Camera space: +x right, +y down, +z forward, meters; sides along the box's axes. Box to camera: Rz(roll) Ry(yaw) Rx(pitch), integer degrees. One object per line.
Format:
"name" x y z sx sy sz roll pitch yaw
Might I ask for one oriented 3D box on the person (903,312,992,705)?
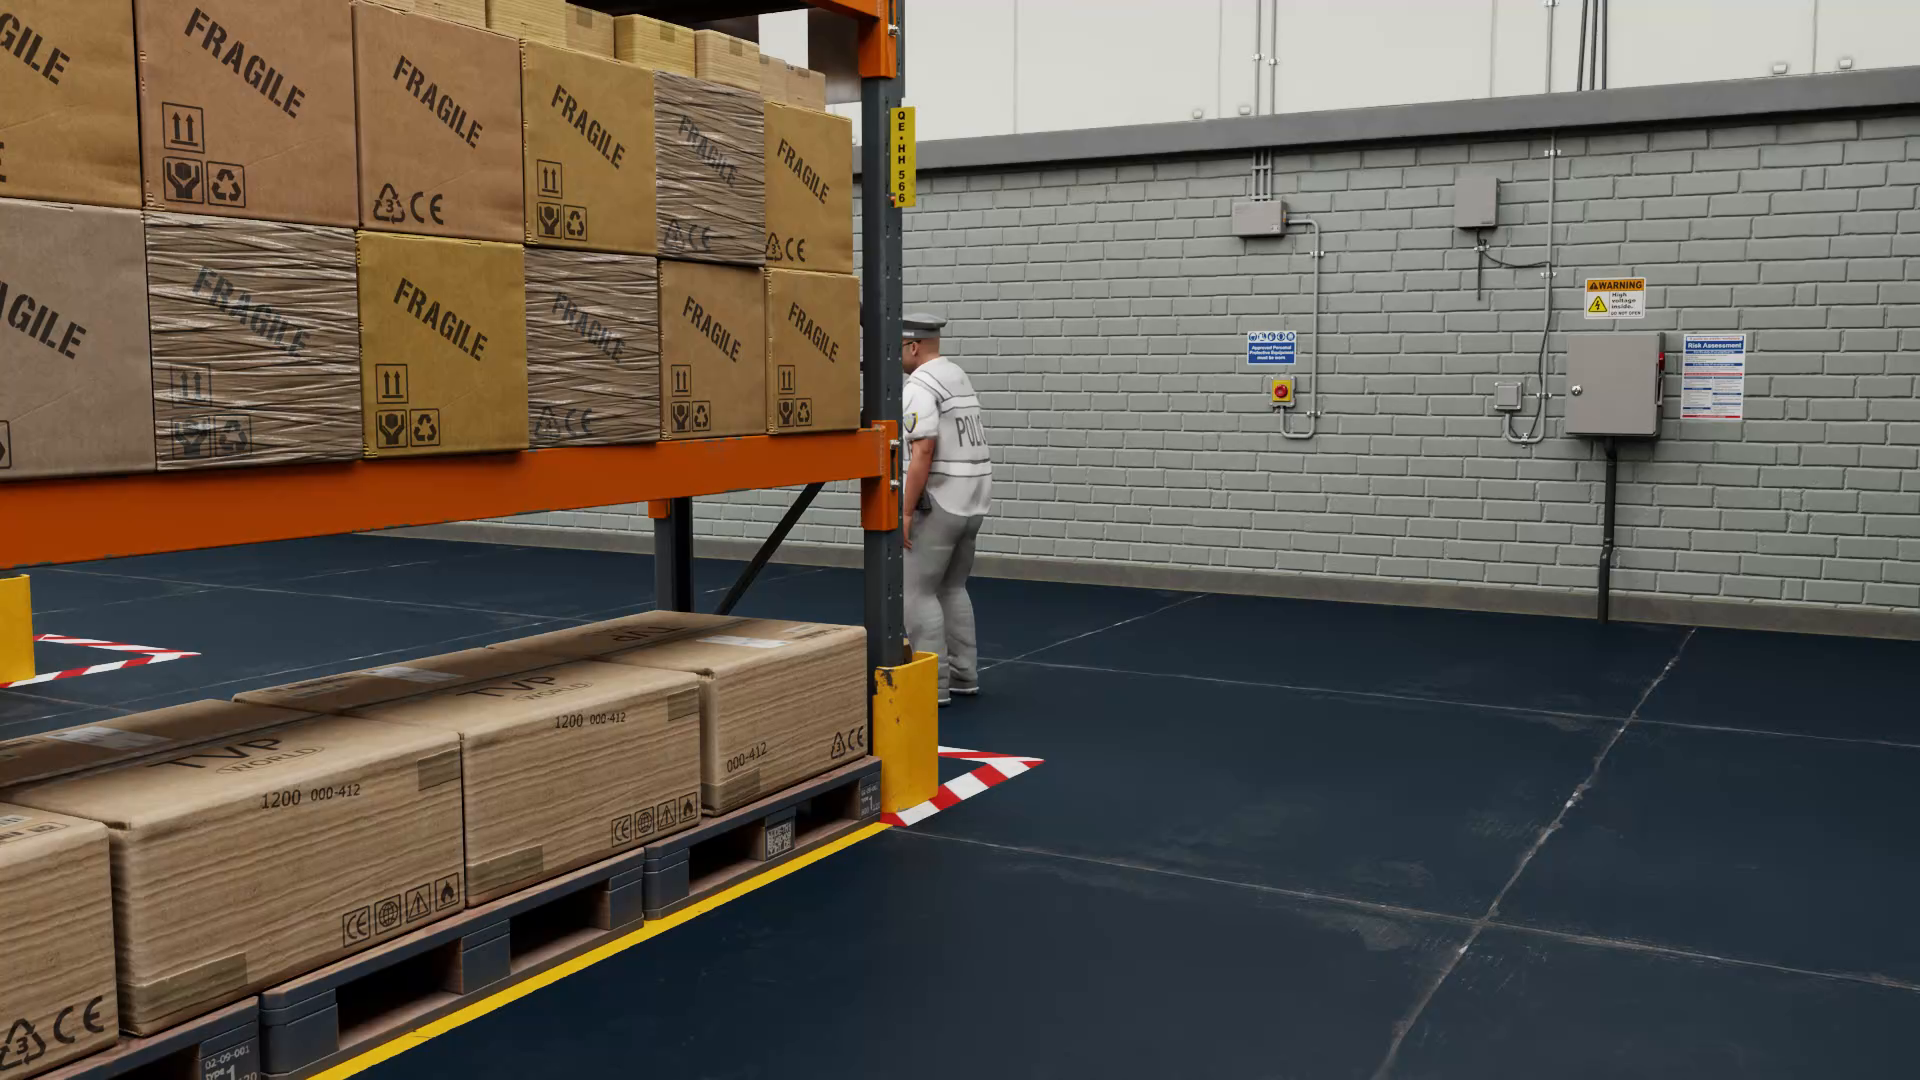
"person" -0.097 -0.141 7.466 0.442 1.747 0.604 3 6 25
